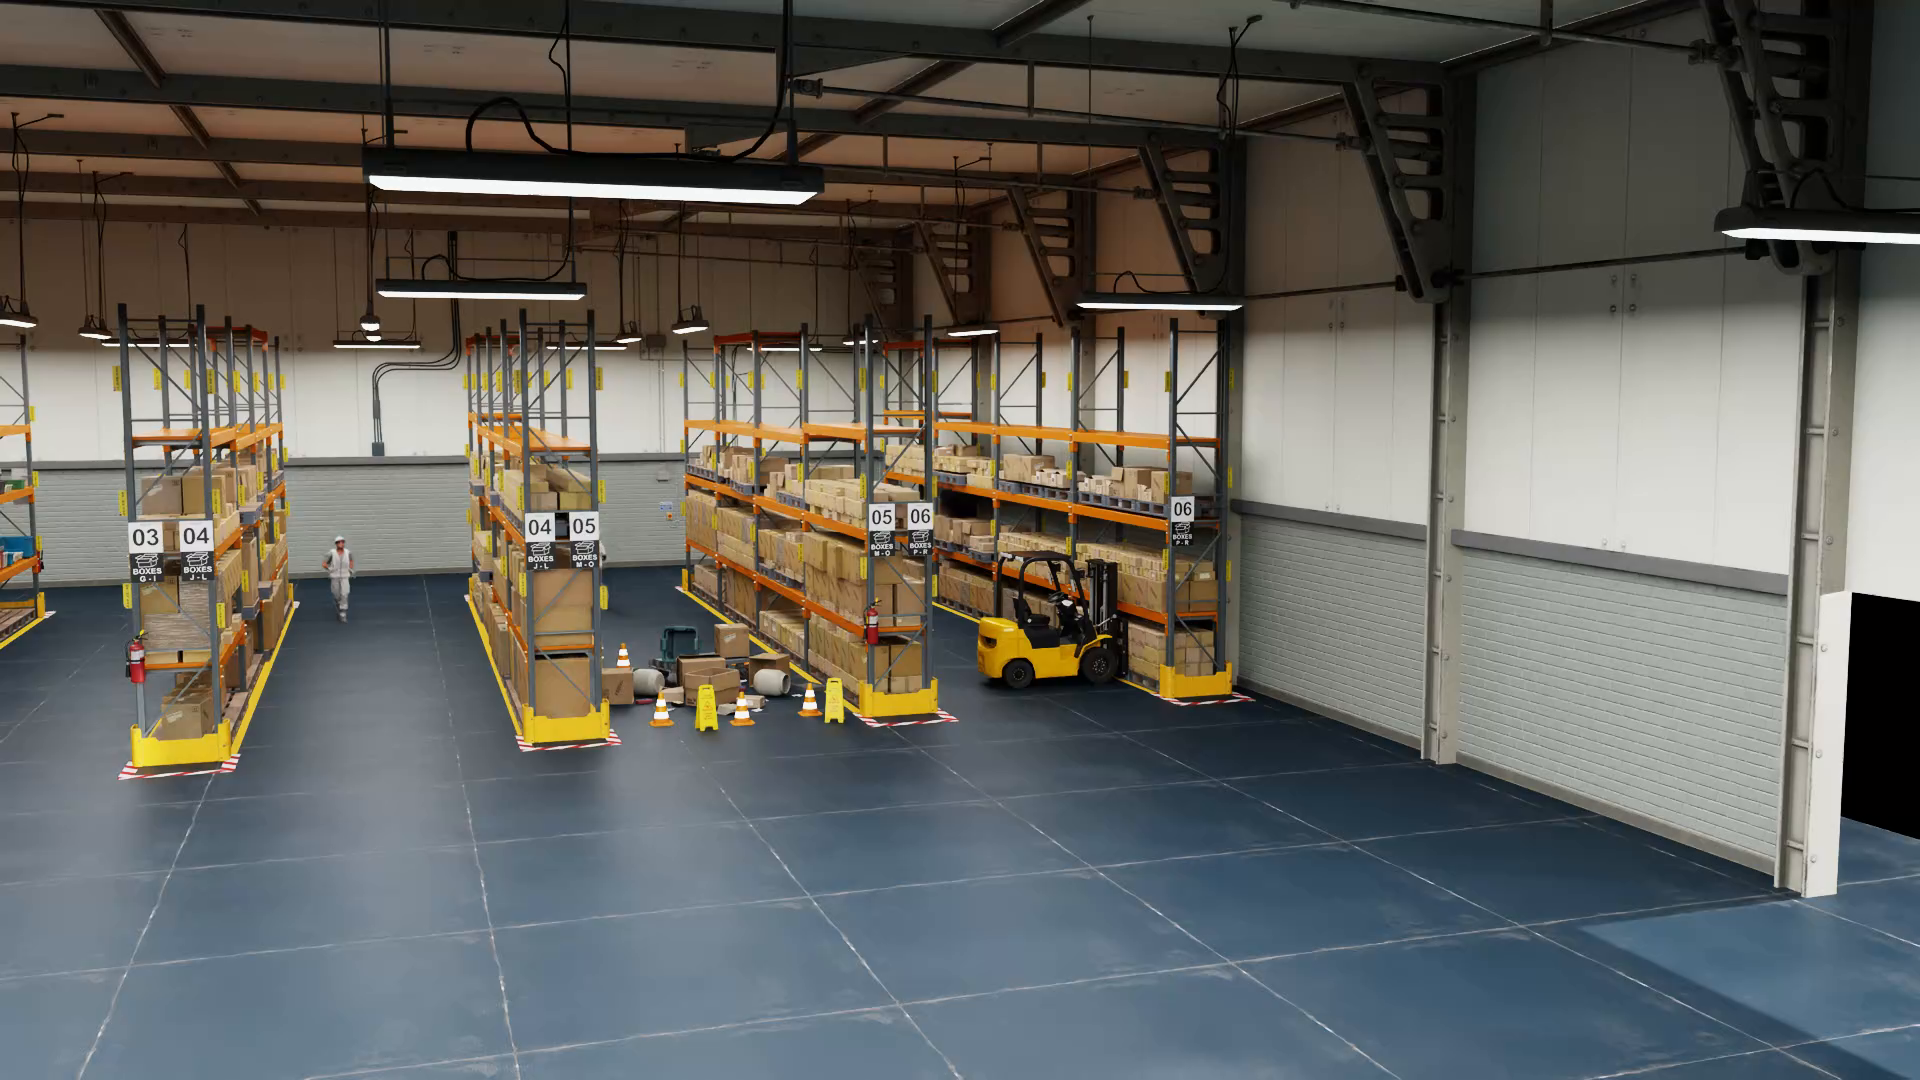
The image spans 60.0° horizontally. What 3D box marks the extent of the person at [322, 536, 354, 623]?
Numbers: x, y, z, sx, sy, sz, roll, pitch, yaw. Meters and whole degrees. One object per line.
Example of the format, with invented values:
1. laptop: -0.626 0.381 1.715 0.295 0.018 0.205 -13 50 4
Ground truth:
1. person: -13.018 0.813 34.859 0.642 1.791 0.884 -3 6 -28

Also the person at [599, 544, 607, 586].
1. person: -8.258 0.623 37.528 0.588 1.660 0.647 -4 7 -34
